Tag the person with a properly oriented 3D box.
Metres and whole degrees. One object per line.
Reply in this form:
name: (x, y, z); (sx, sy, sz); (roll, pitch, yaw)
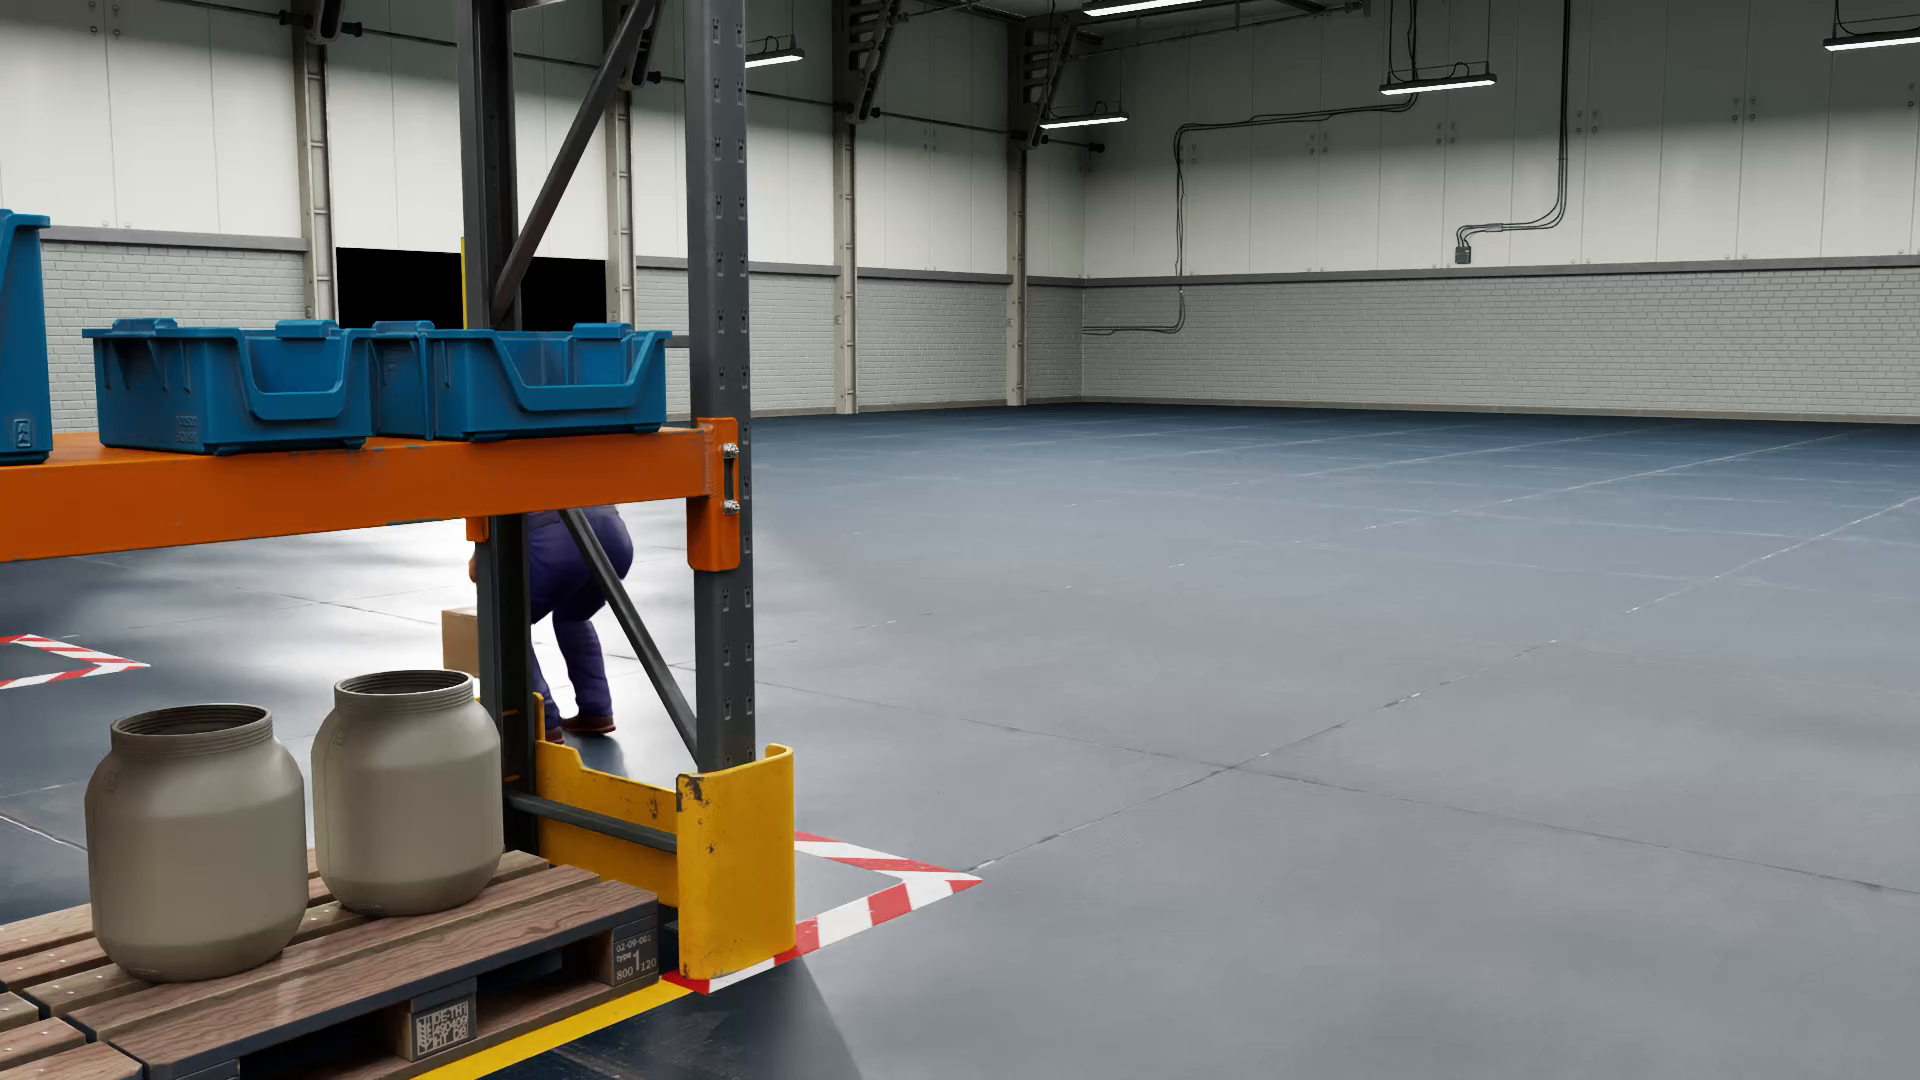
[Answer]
person: (-1.562, 0.058, 6.279); (0.593, 1.434, 0.530); (6, 9, 39)
